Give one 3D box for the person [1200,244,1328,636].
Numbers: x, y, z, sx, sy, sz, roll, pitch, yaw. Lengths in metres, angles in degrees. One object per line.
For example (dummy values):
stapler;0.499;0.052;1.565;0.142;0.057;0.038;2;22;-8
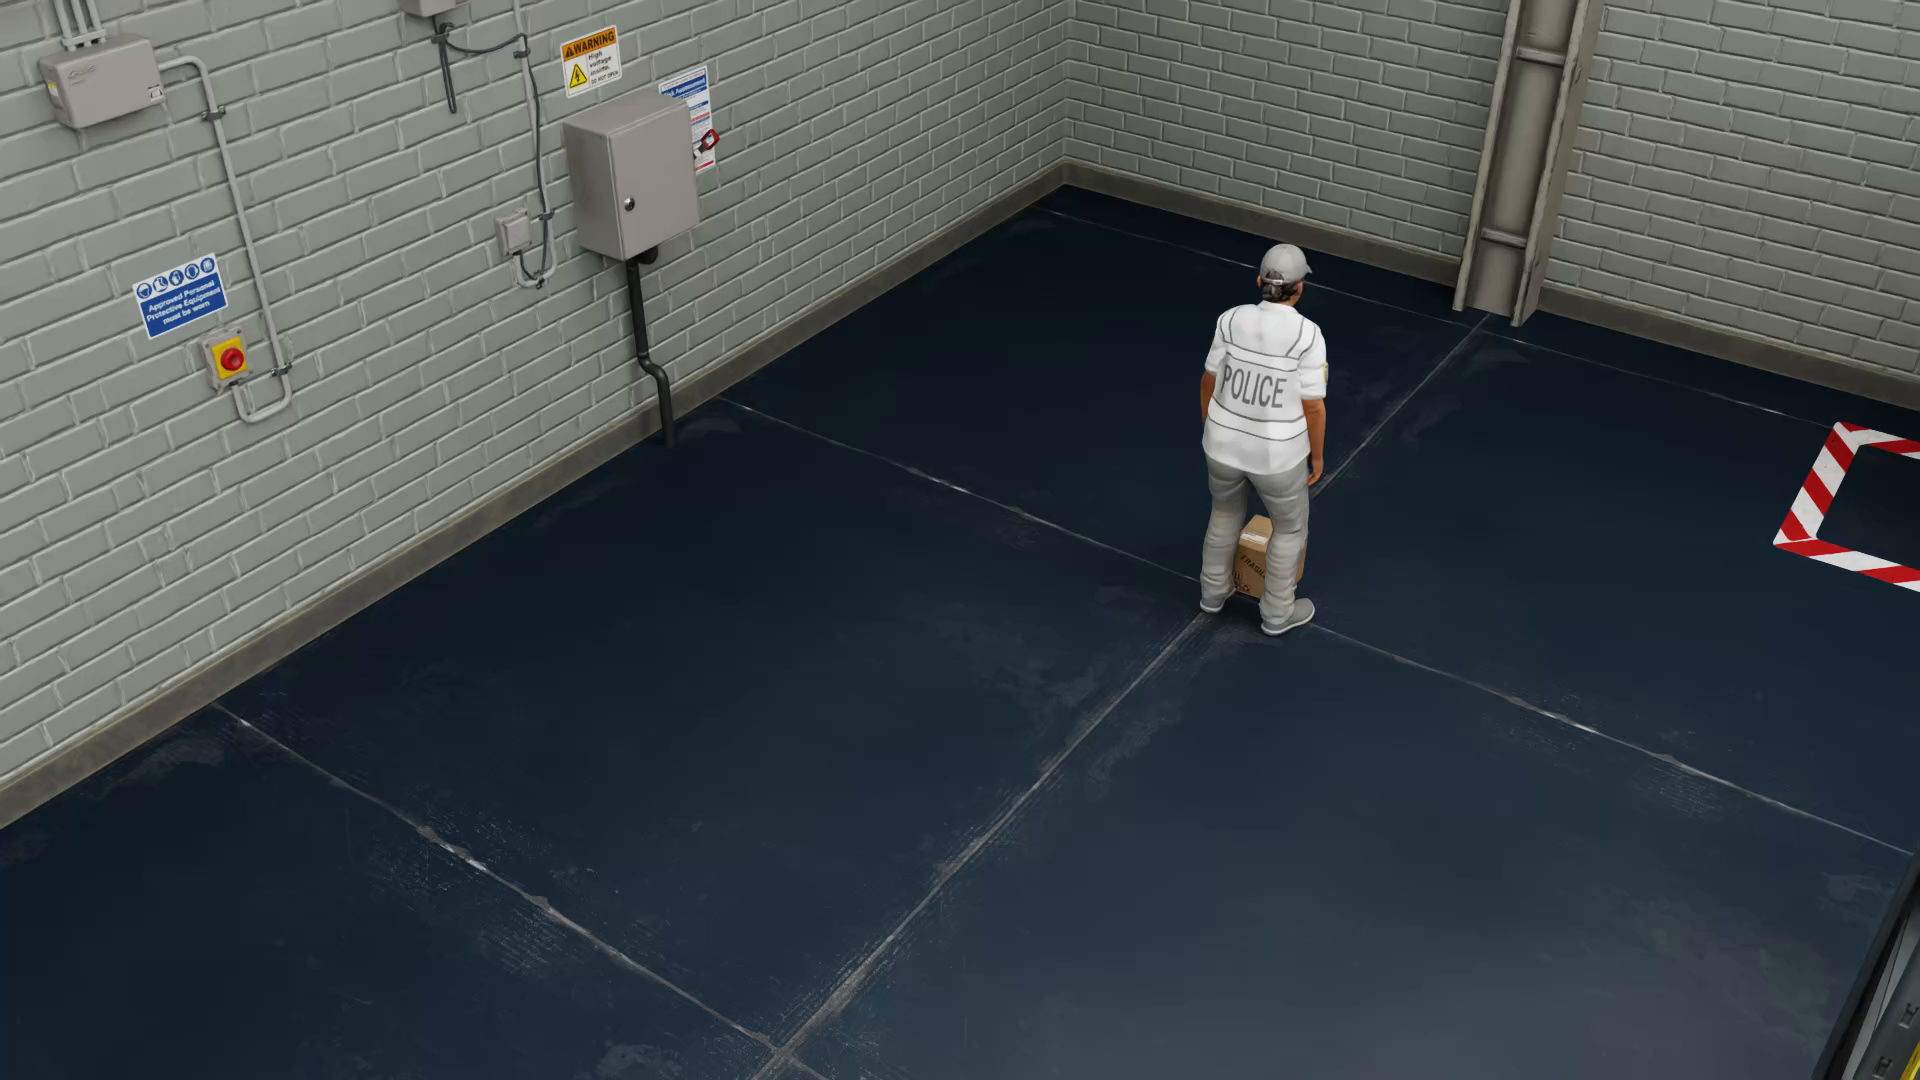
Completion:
person;1.229;-0.387;6.697;0.548;1.664;0.470;20;39;26
